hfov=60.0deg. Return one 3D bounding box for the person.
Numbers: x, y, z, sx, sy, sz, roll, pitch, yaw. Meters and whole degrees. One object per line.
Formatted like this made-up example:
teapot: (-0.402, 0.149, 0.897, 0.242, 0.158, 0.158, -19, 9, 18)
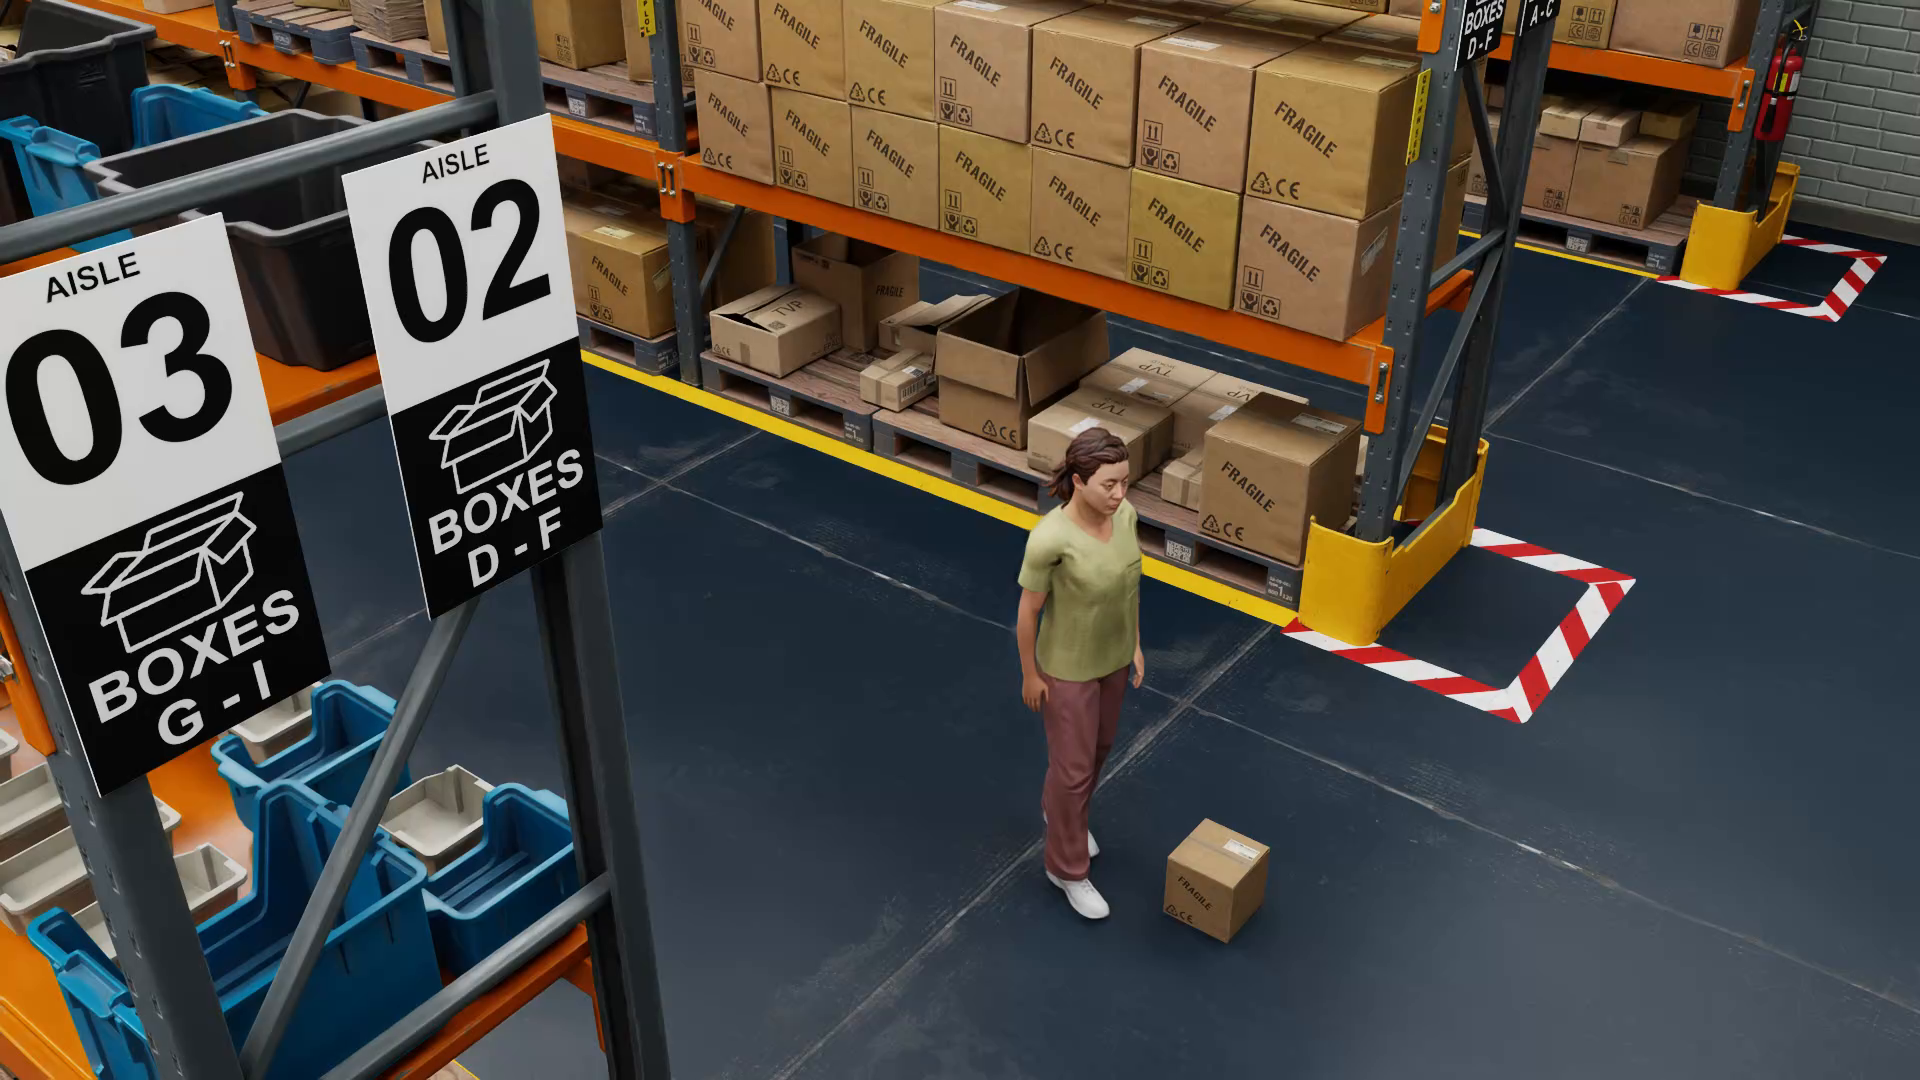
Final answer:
person: (0.429, 0.419, 5.423, 0.465, 1.681, 0.539, -21, 37, -31)
